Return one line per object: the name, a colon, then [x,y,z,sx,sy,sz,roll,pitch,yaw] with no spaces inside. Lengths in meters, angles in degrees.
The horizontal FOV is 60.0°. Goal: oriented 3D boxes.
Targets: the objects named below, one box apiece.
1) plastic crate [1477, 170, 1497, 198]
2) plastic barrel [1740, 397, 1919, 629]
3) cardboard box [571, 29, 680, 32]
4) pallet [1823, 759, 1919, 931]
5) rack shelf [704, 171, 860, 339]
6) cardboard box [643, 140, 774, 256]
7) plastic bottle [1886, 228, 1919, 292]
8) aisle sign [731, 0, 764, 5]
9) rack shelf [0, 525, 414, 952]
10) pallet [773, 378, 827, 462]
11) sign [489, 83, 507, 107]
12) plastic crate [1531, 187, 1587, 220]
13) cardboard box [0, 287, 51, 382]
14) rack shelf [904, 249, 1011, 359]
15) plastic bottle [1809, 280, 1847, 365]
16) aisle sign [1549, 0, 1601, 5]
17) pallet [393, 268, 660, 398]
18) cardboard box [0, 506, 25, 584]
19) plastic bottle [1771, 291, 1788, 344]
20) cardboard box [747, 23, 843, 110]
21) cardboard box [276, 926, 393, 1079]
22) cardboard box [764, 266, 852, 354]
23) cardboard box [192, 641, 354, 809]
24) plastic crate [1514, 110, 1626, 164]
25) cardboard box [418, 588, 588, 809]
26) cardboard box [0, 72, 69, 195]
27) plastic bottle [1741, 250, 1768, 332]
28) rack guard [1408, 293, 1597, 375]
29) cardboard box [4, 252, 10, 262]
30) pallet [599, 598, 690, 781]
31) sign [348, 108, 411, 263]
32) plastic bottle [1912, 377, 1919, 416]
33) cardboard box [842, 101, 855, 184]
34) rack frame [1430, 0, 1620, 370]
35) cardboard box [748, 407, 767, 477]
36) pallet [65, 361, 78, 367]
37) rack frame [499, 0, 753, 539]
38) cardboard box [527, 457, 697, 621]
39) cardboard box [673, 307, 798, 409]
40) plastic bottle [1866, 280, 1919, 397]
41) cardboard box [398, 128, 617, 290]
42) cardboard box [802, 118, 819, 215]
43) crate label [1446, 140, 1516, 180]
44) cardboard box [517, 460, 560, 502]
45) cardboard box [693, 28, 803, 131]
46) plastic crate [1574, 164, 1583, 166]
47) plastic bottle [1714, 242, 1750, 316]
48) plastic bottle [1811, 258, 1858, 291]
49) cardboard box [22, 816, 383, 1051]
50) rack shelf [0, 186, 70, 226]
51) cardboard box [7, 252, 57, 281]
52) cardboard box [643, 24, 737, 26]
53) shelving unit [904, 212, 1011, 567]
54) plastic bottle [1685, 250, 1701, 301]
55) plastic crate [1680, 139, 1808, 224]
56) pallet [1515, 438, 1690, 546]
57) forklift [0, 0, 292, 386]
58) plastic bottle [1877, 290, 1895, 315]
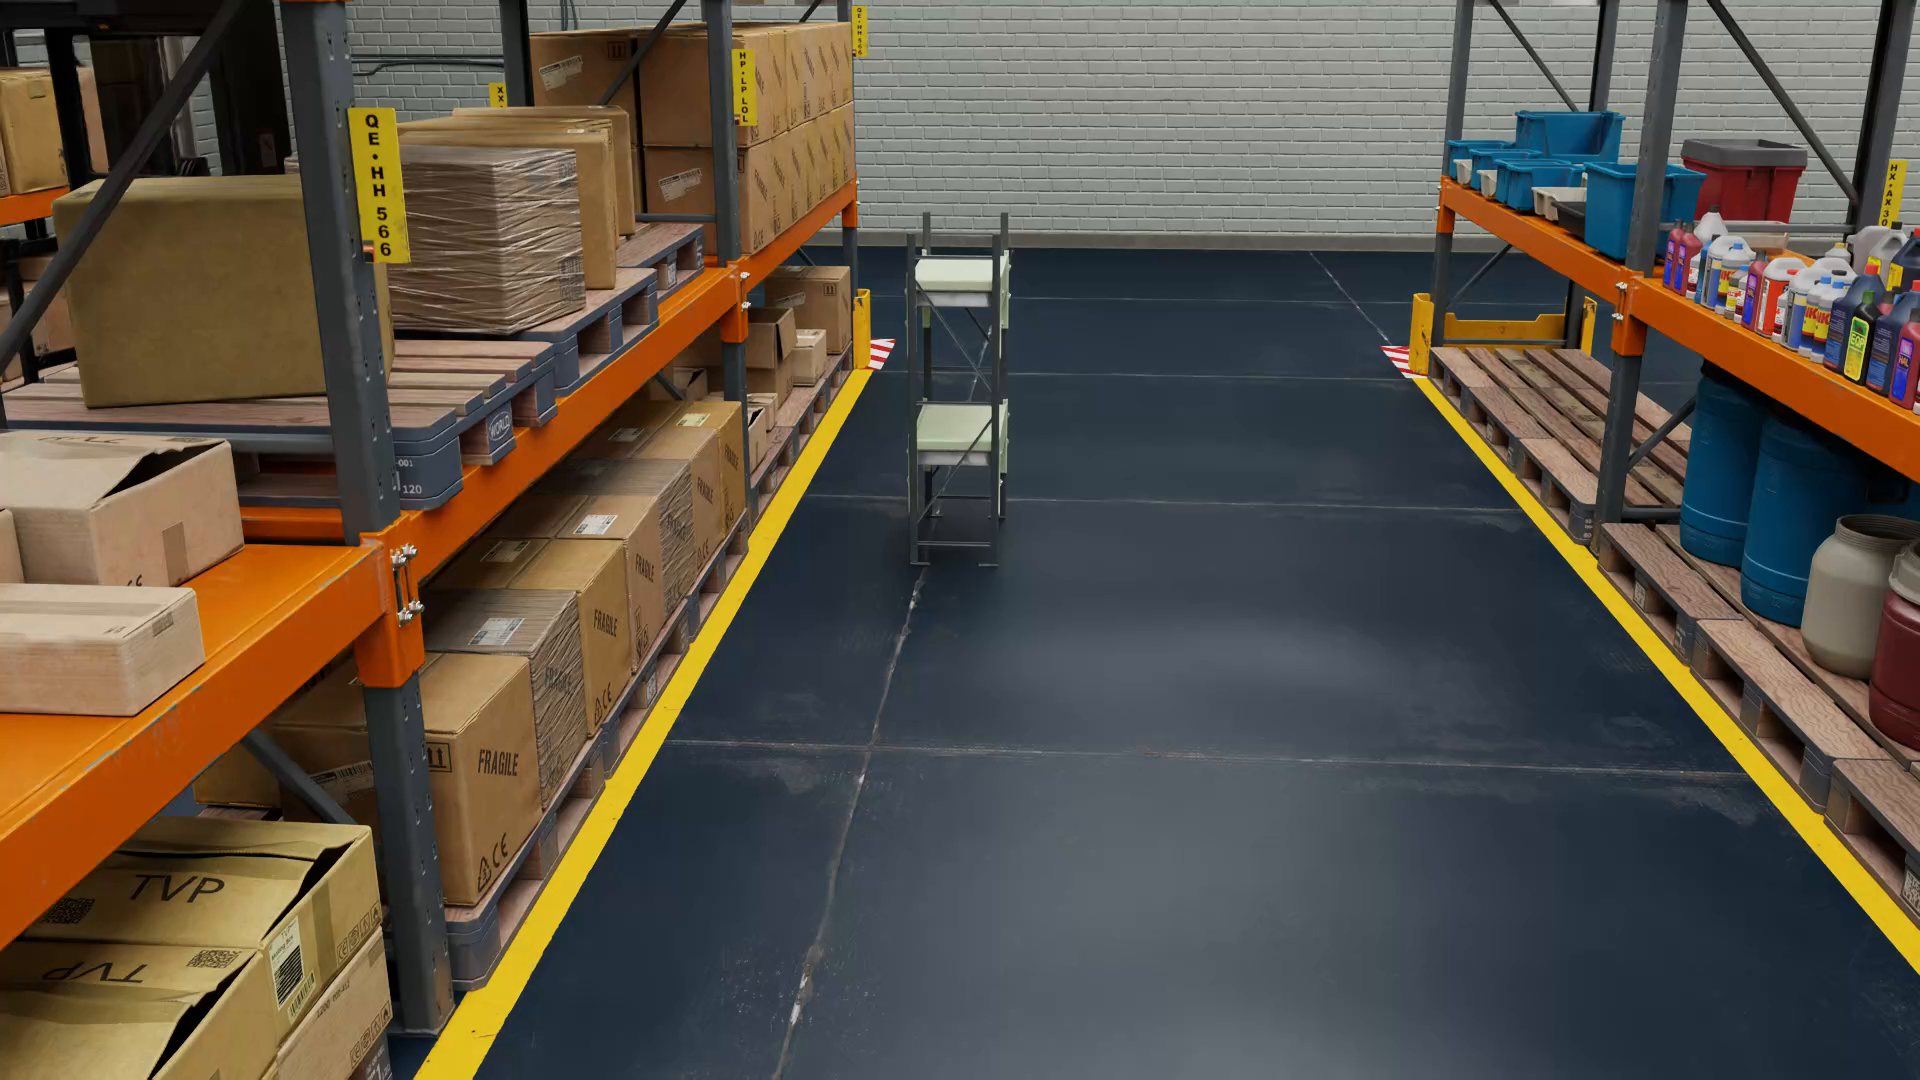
plastic crate: [3.222,-2.113,9.883,0.250,0.136,0.298,1,18,4]
plastic barrel: [3.328,-0.160,6.288,0.600,0.901,0.708,1,18,4]
cardboard box: [-1.693,-2.302,8.365,0.500,0.500,0.500,1,18,3]
pallet: [3.163,0.976,4.605,1.003,0.211,1.213,1,18,4]
rack shelf: [-1.362,-1.737,9.561,1.077,0.370,4.000,1,18,4]
cardboard box: [-1.197,-1.657,8.002,0.500,0.500,0.500,2,18,5]
plastic bottle: [3.538,-0.975,6.161,0.144,0.351,0.185,1,18,4]
aisle sign: [-1.507,-3.963,11.025,0.394,0.787,0.004,1,18,4]
rack shelf: [-1.935,0.748,1.978,1.077,0.370,4.000,1,18,4]
pallet: [-1.370,-0.725,9.798,1.003,0.211,1.213,1,18,4]
sign: [-2.047,-1.879,7.448,0.100,0.325,0.005,1,18,4]
plastic crate: [3.260,-1.796,8.915,0.293,0.136,0.466,1,18,4]
cardboard box: [-6.181,-1.290,10.381,0.700,0.500,0.500,1,18,2]
rack shelf: [0.000,-1.081,7.562,0.431,0.370,0.720,1,18,4]
plastic bottle: [2.896,-0.724,5.522,0.097,0.271,0.097,0,18,0]
aisle sign: [4.019,-3.839,10.647,0.394,0.787,0.004,1,18,4]
pallet: [-1.657,-0.728,5.636,1.003,0.211,1.213,1,18,4]
cardboard box: [-2.049,0.101,2.941,0.500,0.311,0.500,1,18,3]
plastic bottle: [2.920,-0.793,5.845,0.097,0.201,0.097,0,18,0]
cardboard box: [-1.012,-2.921,10.254,0.500,0.500,0.500,2,18,5]
cardboard box: [-1.587,1.061,3.610,0.500,0.250,0.500,2,18,5]
cardboard box: [-1.012,-1.547,11.133,0.500,0.500,0.500,1,18,4]
cardboard box: [-1.959,0.468,4.985,0.500,0.500,0.500,2,18,6]
plastic crate: [3.884,-2.525,10.659,0.616,0.435,0.499,1,18,4]
cardboard box: [-1.442,0.466,4.991,0.500,0.500,0.500,1,18,2]
cardboard box: [-6.227,-2.567,10.458,0.980,0.700,0.700,1,18,3]
plastic bottle: [2.920,-0.910,6.070,0.061,0.283,0.133,1,18,4]
rack guard: [3.711,-1.408,11.417,1.175,0.500,0.348,1,18,4]
cardboard box: [-6.336,-1.795,10.883,0.380,0.149,0.250,1,18,4]
pallet: [-1.611,0.501,6.055,1.003,0.211,1.213,1,18,4]
sign: [-1.238,-0.754,3.547,0.100,0.325,0.005,1,18,4]
plastic bottle: [2.844,-0.463,4.837,0.097,0.201,0.097,0,18,0]
cardboard box: [-0.979,-2.602,10.886,0.500,0.500,0.500,2,18,6]
rack frame: [3.722,-2.588,11.004,1.000,3.000,0.127,1,18,4]
cardboard box: [-1.259,-0.514,8.287,0.500,0.311,0.500,1,18,4]
pallet: [-6.139,-1.234,11.350,1.003,0.211,1.213,1,18,4]
rack frame: [-1.505,-1.457,7.553,1.000,3.000,0.127,1,18,4]
cardboard box: [-1.335,-0.010,6.444,0.500,0.500,0.500,2,18,5]
cardboard box: [-1.376,-1.064,9.655,0.797,0.503,0.637,1,18,4]
plastic bottle: [2.887,-0.619,5.073,0.144,0.351,0.185,1,18,4]
cardboard box: [-1.570,-1.154,5.794,0.700,0.500,0.500,-3,18,-10]
cardboard box: [-1.090,-2.130,9.444,0.500,0.500,0.500,1,18,3]
crate label: [3.376,-2.468,10.809,0.416,0.233,0.303,1,18,4]
cardboard box: [-1.854,-0.013,6.453,0.500,0.500,0.500,2,18,5]
cardboard box: [-1.117,-2.440,8.786,0.500,0.500,0.500,1,18,2]
plastic crate: [3.844,-2.234,10.250,0.396,0.136,0.243,1,18,4]
plastic bottle: [2.960,-1.000,6.365,0.097,0.271,0.097,0,18,0]
plastic bottle: [3.107,-0.860,5.931,0.152,0.276,0.135,1,18,4]
cardboard box: [-1.584,0.794,3.524,0.500,0.311,0.500,2,18,5]
rack shelf: [-6.303,-1.846,9.895,1.077,0.370,4.000,1,18,4]
cardboard box: [-5.955,-1.786,10.855,0.380,0.149,0.250,2,18,5]
cardboard box: [-1.584,-2.773,9.801,0.500,0.500,0.500,2,18,5]
shelving unit: [0.000,-0.711,7.683,0.431,1.500,0.755,1,18,4]
plastic bottle: [2.984,-1.069,6.688,0.097,0.201,0.097,0,18,0]
plastic crate: [3.749,-1.676,8.022,0.402,0.464,0.583,1,18,4]
pallet: [3.449,-0.250,8.346,1.003,0.211,1.213,1,18,4]
forklift: [-3.994,-1.564,7.990,1.130,2.935,3.031,6,19,17]
plastic bottle: [2.917,-0.636,5.233,0.061,0.283,0.133,1,18,4]
